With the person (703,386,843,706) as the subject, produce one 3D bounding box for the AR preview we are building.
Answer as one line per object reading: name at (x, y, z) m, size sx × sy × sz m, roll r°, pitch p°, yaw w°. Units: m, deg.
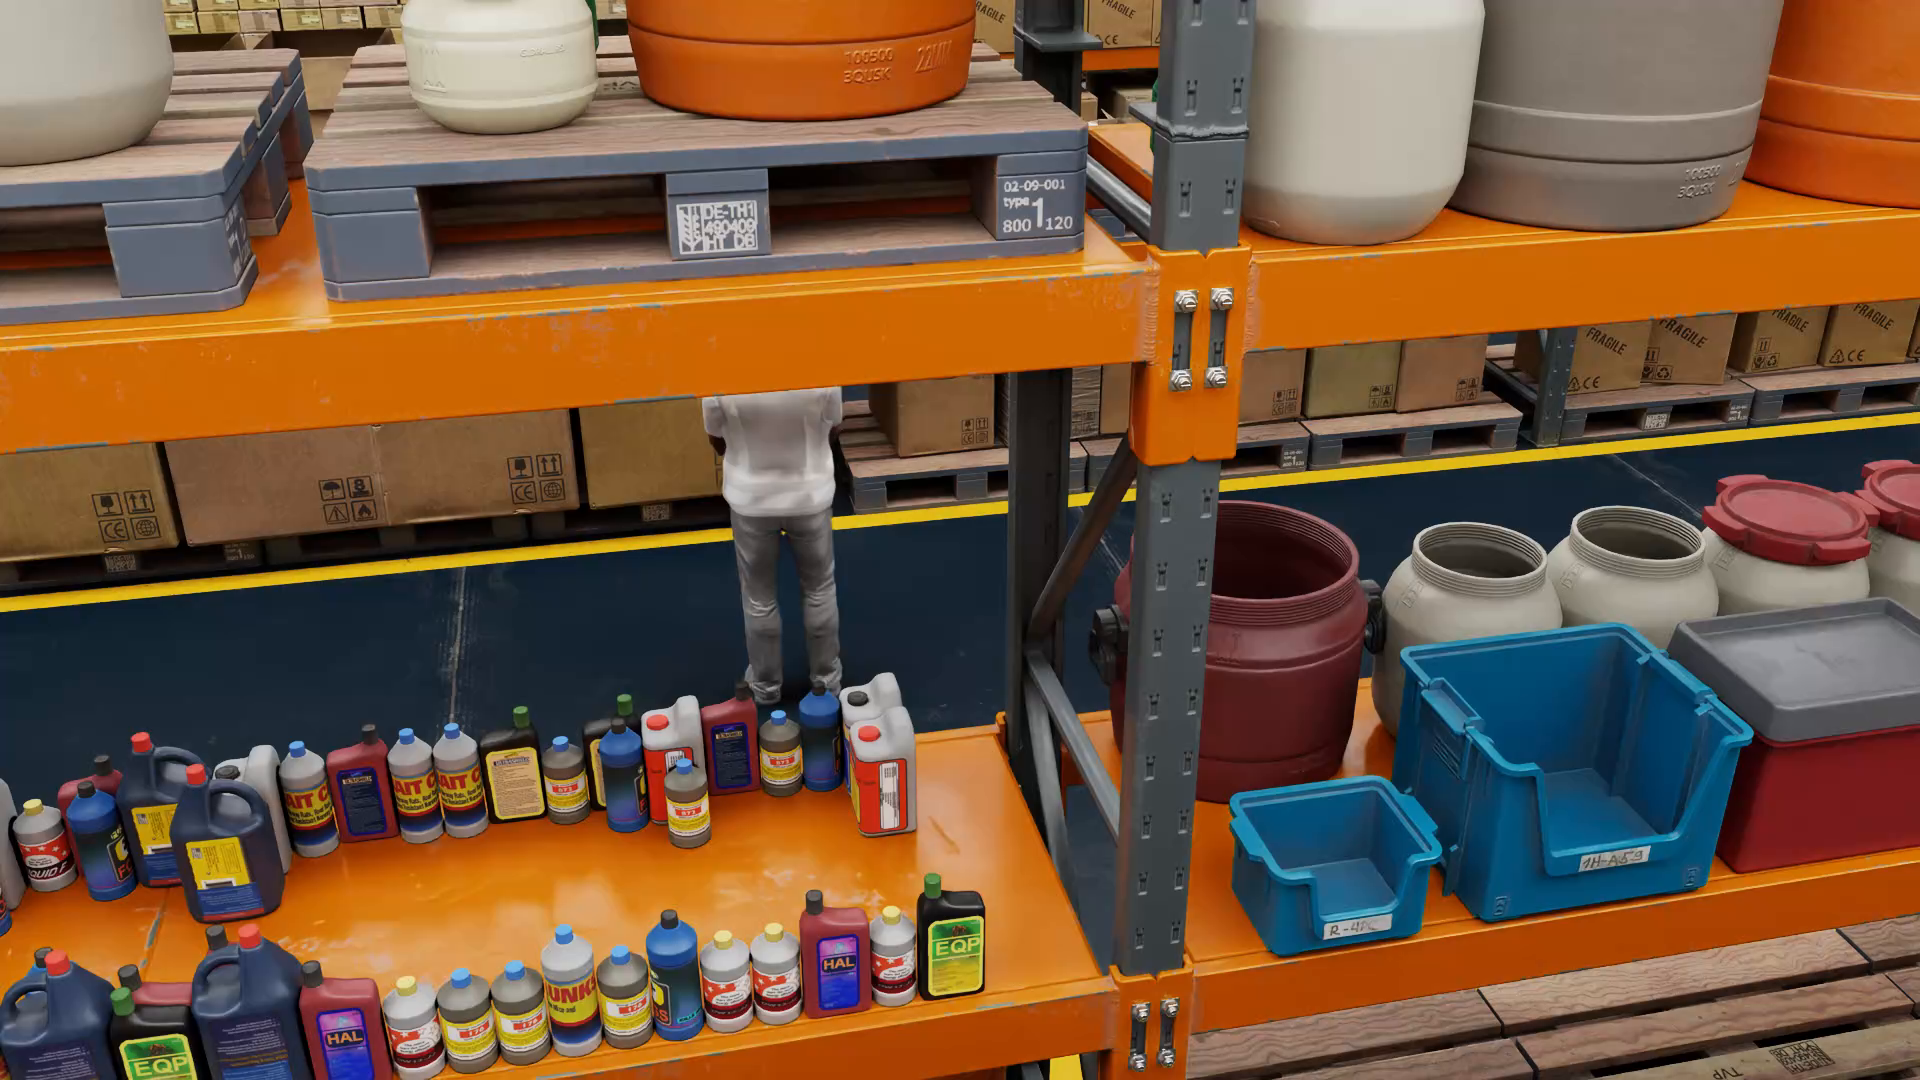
person at (-0.710, -0.193, 6.470) m, size 0.520 × 1.771 × 0.566 m, roll -4°, pitch 27°, yaw -7°
